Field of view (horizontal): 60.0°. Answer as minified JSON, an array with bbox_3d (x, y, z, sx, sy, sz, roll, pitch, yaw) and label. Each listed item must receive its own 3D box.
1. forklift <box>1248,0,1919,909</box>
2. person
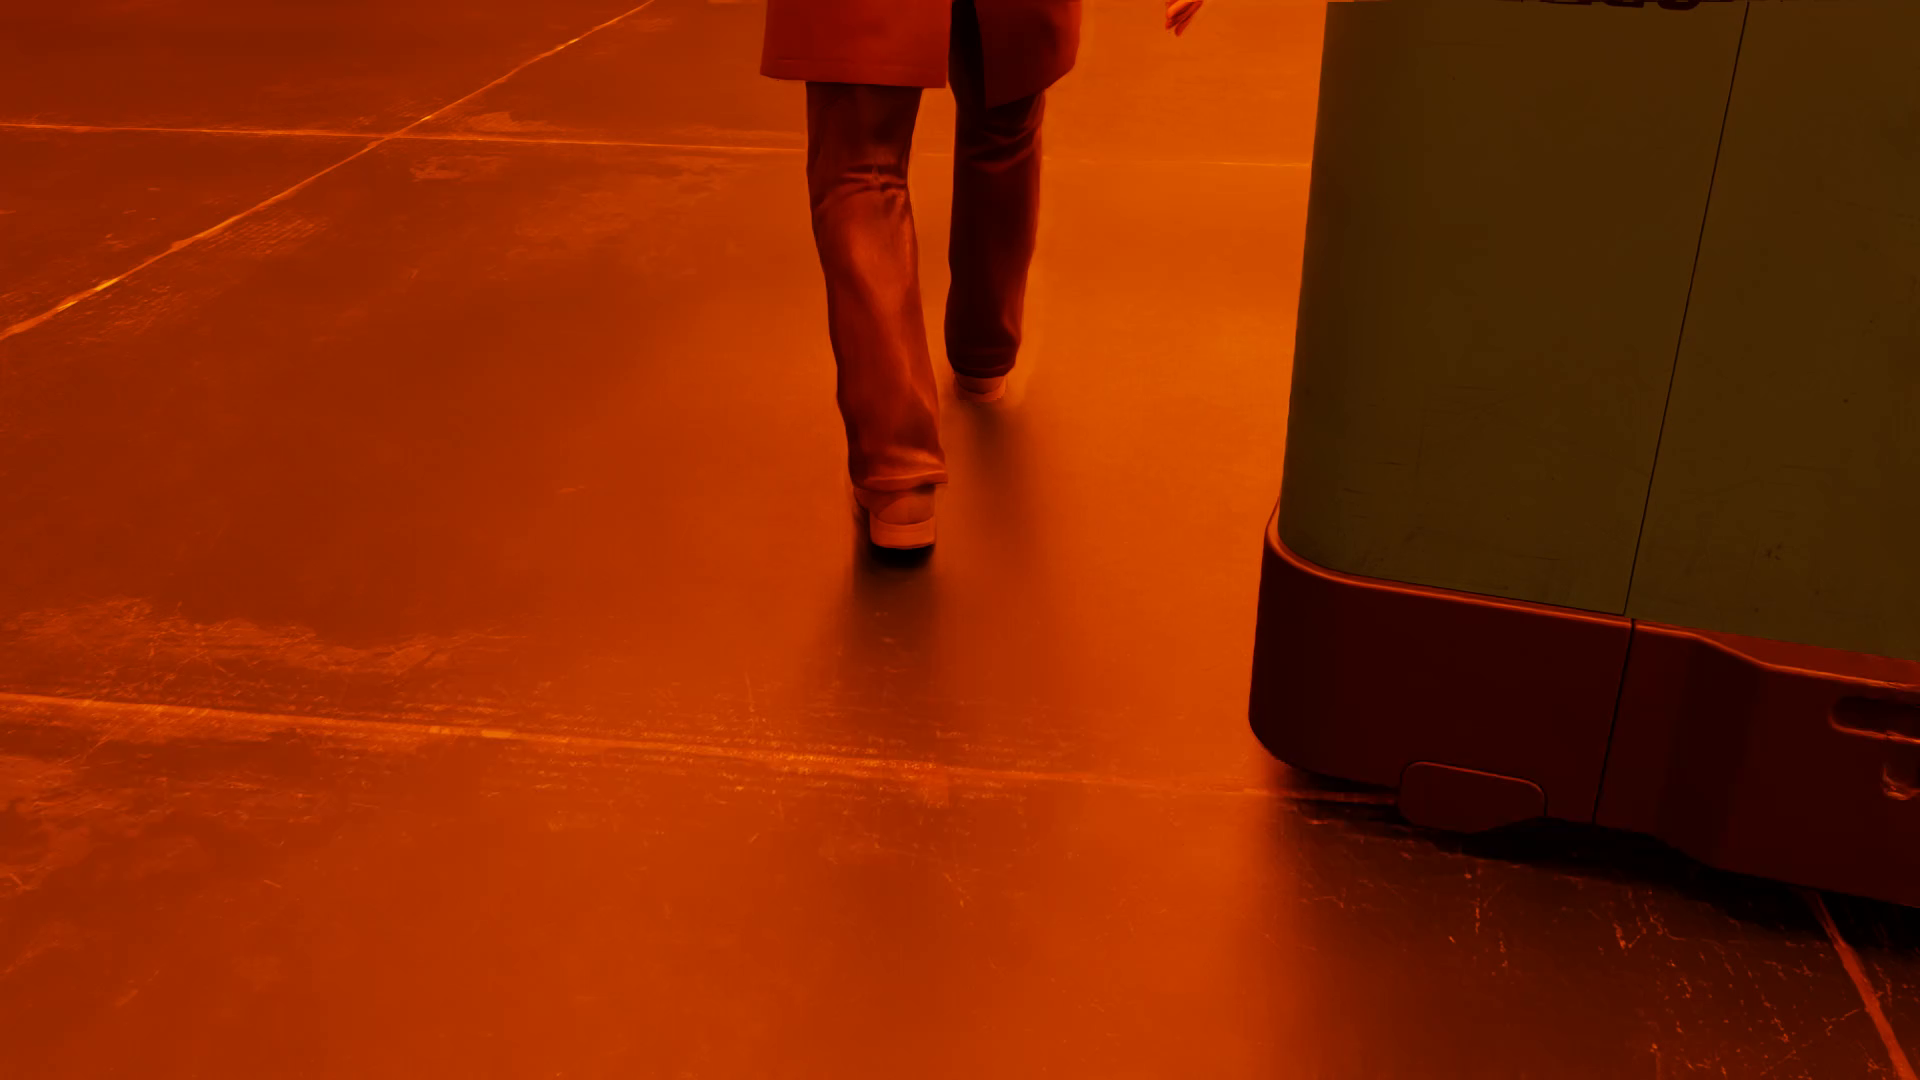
[{"bbox_3d":[1.906,-1.001,1.224,3.031,2.935,1.130,9,28,17],"label":"forklift"},{"bbox_3d":[-0.007,-0.944,2.488,0.720,1.733,0.941,-5,27,-10],"label":"person"}]
